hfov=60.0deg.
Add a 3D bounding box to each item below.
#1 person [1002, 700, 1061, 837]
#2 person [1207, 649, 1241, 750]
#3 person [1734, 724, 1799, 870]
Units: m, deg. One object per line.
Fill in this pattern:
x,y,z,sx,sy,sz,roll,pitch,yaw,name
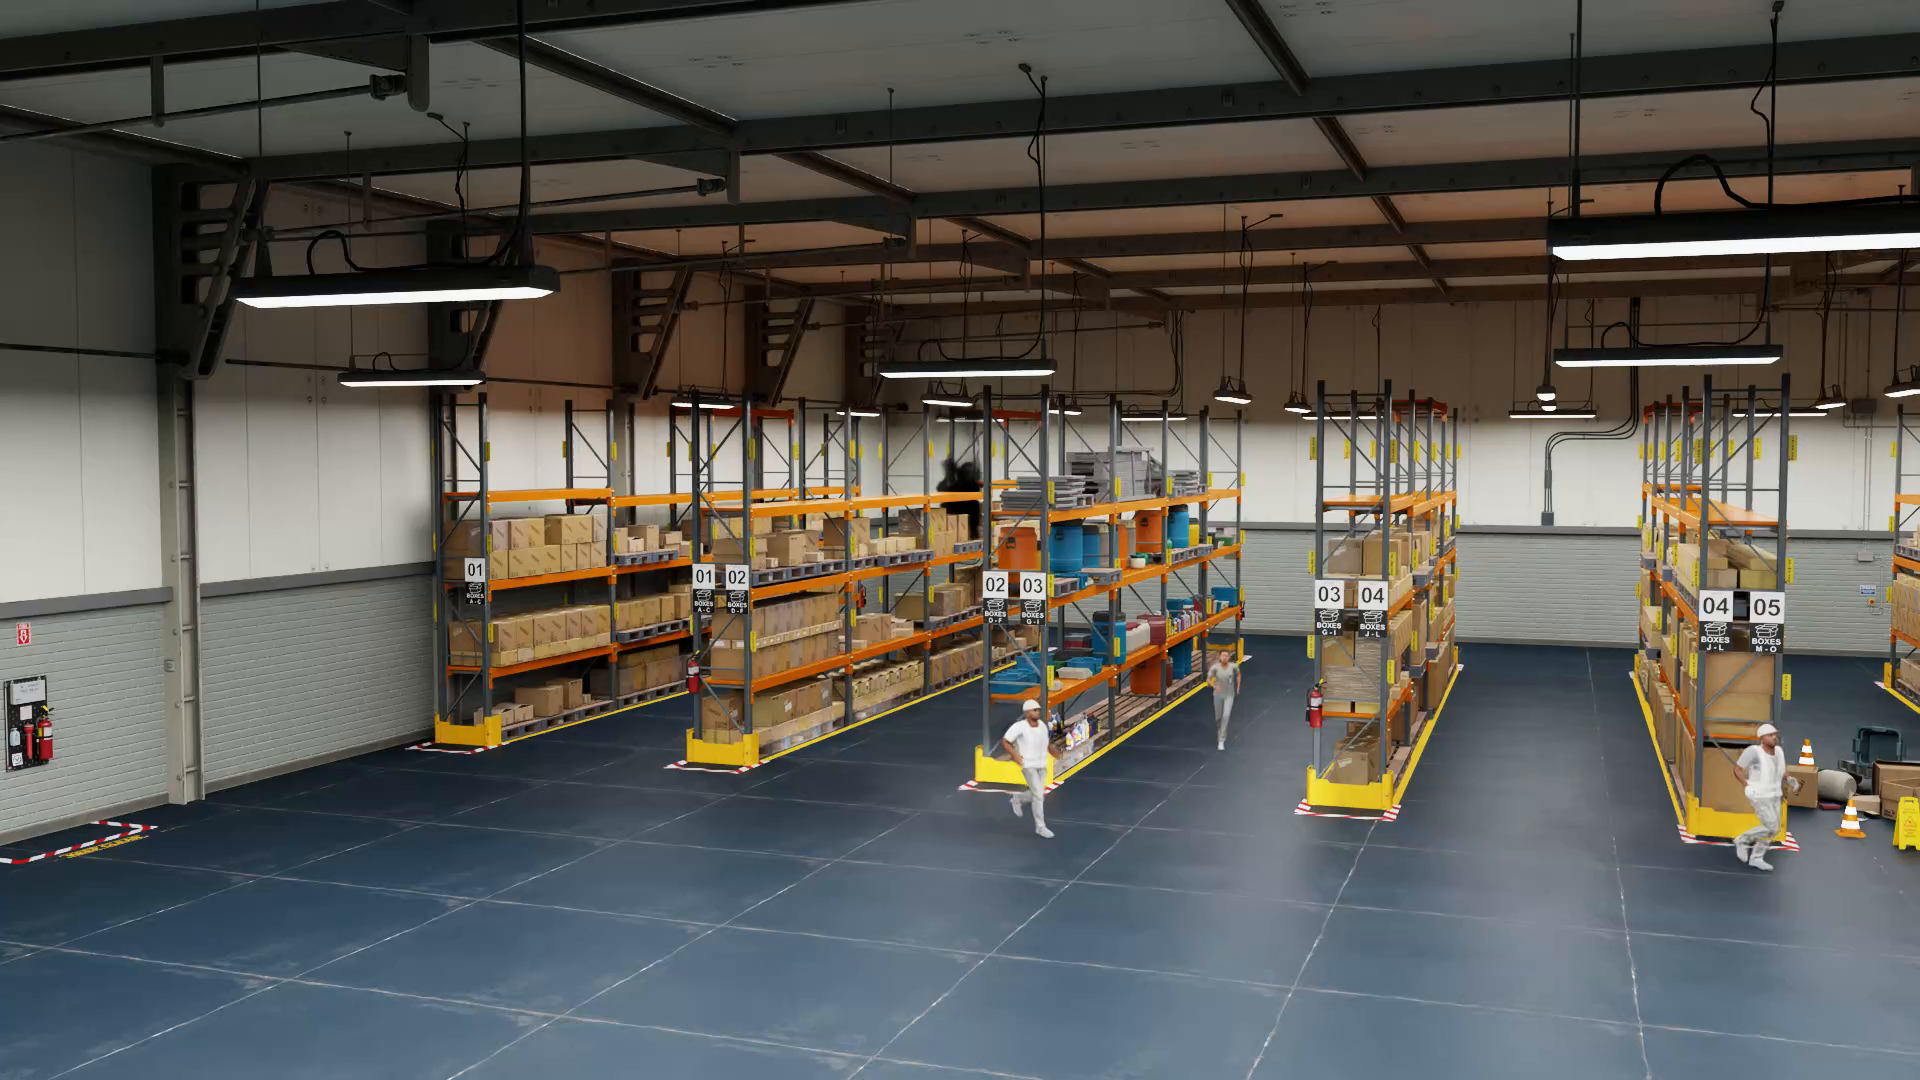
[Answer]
0.923,2.973,21.870,0.700,1.761,0.872,-3,4,-42,person
4.484,2.668,28.266,0.587,1.664,0.990,0,3,7,person
9.666,3.070,19.903,0.666,1.746,0.618,-1,3,-25,person
